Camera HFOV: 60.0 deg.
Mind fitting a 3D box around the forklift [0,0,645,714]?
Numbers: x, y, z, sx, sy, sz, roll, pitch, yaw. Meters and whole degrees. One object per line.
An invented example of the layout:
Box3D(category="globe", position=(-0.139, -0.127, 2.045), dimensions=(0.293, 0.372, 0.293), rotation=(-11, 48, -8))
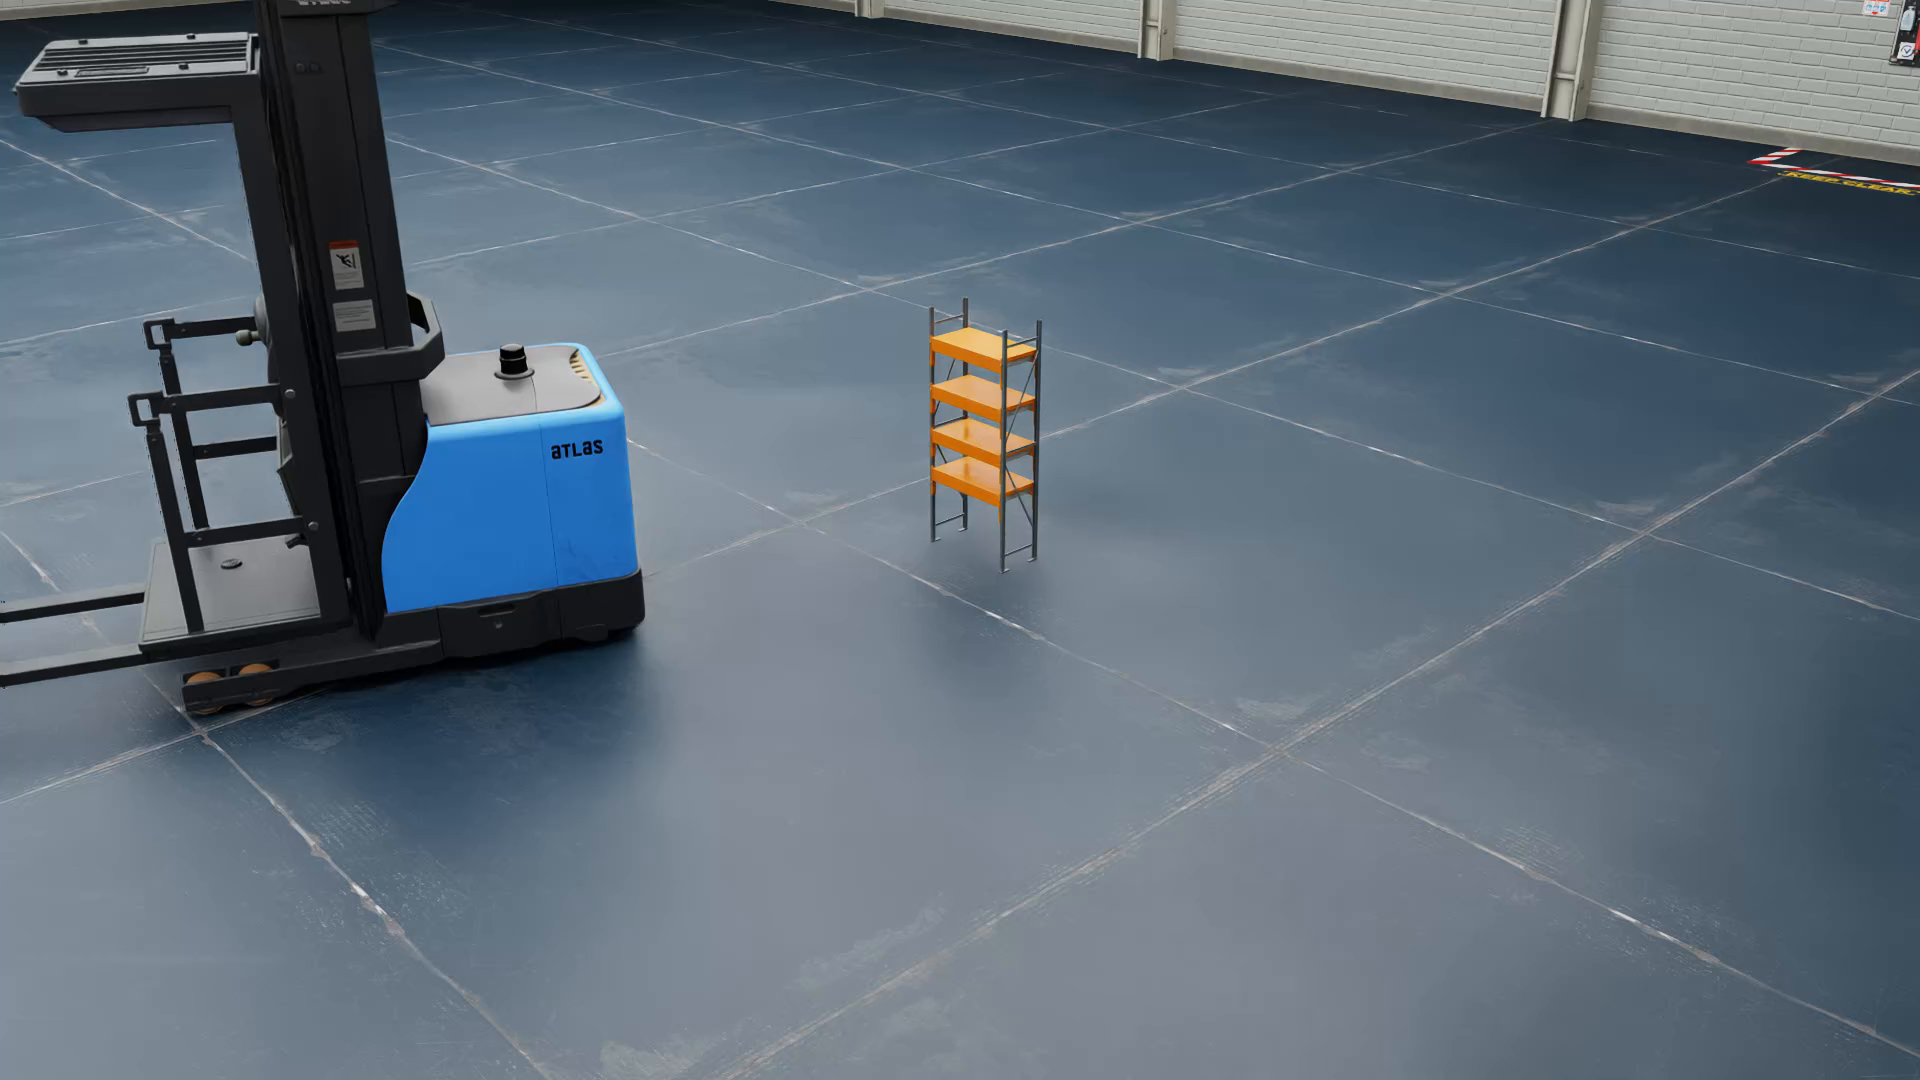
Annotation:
Box3D(category="forklift", position=(-2.959, -0.878, 6.644), dimensions=(3.031, 2.935, 1.130), rotation=(-9, 26, -19))

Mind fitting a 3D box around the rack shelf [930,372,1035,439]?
Box3D(category="rack shelf", position=(0.113, -0.638, 7.826), dimensions=(0.258, 0.148, 0.480), rotation=(-21, 32, -38))

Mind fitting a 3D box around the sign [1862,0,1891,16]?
Box3D(category="sign", position=(8.901, -5.258, 16.118), dimensions=(0.001, 0.329, 0.234), rotation=(-21, 32, -38))

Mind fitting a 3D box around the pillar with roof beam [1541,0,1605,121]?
Box3D(category="pillar with roof beam", position=(3.621, -7.611, 14.092), dimensions=(9.100, 9.000, 0.400), rotation=(-21, 32, -38))

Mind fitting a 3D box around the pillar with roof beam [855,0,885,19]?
Box3D(category="pillar with roof beam", position=(-4.580, -11.247, 22.062), dimensions=(9.100, 9.000, 0.400), rotation=(-21, 32, -38))

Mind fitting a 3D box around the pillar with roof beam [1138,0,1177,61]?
Box3D(category="pillar with roof beam", position=(-0.479, -9.429, 18.077), dimensions=(9.100, 9.000, 0.400), rotation=(-21, 32, -38))

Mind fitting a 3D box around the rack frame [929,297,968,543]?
Box3D(category="rack frame", position=(-0.054, -0.570, 8.053), dimensions=(0.240, 1.200, 0.015), rotation=(-21, 32, -38))

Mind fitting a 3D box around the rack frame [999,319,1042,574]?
Box3D(category="rack frame", position=(0.280, -0.422, 7.729), dimensions=(0.240, 1.200, 0.015), rotation=(-21, 32, -38))

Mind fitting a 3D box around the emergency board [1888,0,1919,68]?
Box3D(category="emergency board", position=(9.211, -5.053, 15.712), dimensions=(0.157, 1.169, 0.626), rotation=(-21, 32, -38))

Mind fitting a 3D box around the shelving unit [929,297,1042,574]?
Box3D(category="shelving unit", position=(0.113, -0.496, 7.891), dimensions=(0.258, 1.200, 0.503), rotation=(-21, 32, -38))

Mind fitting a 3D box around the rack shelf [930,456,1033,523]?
Box3D(category="rack shelf", position=(0.113, -0.254, 8.001), dimensions=(0.258, 0.148, 0.480), rotation=(-21, 32, -38))

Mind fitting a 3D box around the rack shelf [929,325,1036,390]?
Box3D(category="rack shelf", position=(0.113, -0.853, 7.728), dimensions=(0.258, 0.148, 0.480), rotation=(-21, 32, -38))

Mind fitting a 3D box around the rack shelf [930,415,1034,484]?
Box3D(category="rack shelf", position=(0.113, -0.435, 7.919), dimensions=(0.258, 0.148, 0.480), rotation=(-21, 32, -38))

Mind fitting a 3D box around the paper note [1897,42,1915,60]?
Box3D(category="paper note", position=(9.133, -4.717, 16.038), dimensions=(0.016, 0.148, 0.142), rotation=(-21, 32, -38))
